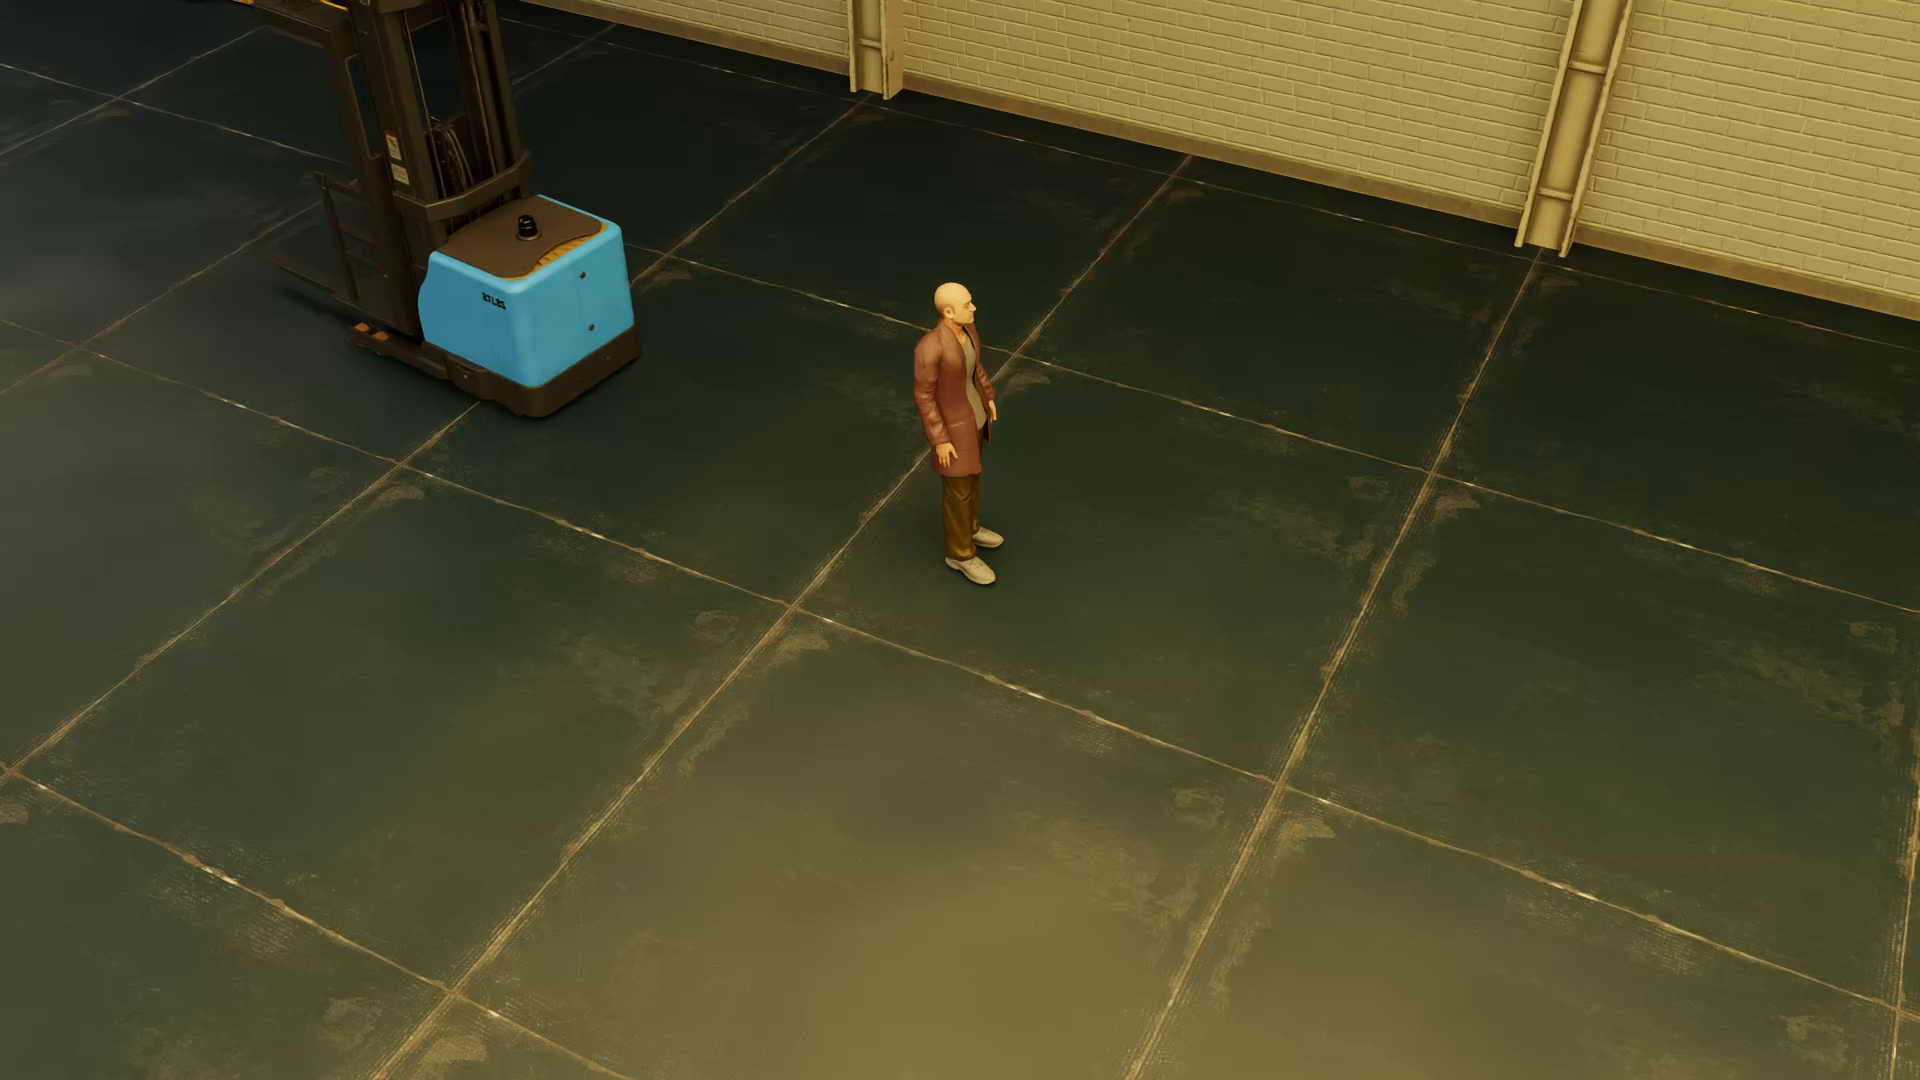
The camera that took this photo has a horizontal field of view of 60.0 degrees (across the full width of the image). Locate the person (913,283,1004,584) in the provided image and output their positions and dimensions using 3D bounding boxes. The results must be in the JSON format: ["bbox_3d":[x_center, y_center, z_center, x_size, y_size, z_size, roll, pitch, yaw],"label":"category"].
[{"bbox_3d":[0.078,-0.656,9.649,0.582,1.776,0.696,18,43,21],"label":"person"}]

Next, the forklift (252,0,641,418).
[{"bbox_3d":[-3.752,-2.688,11.178,3.031,2.935,1.130,24,46,26],"label":"forklift"}]
